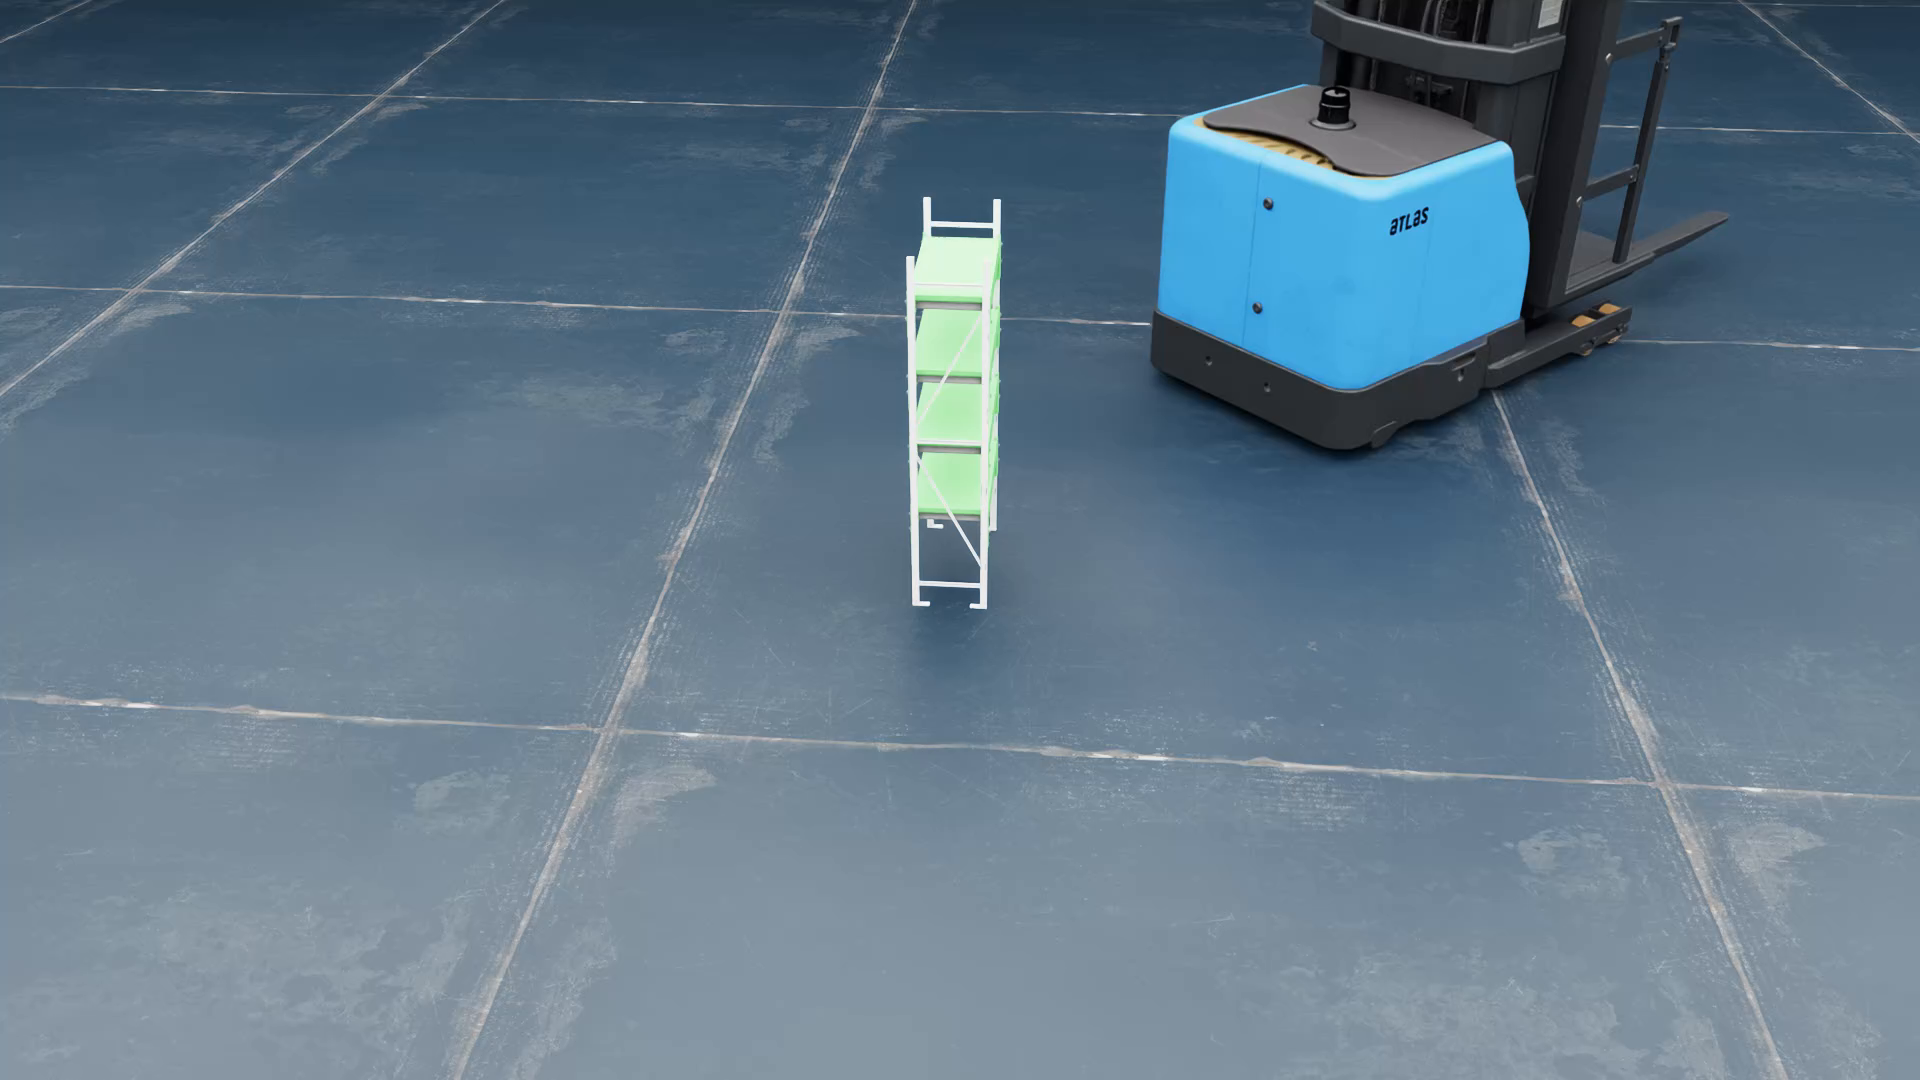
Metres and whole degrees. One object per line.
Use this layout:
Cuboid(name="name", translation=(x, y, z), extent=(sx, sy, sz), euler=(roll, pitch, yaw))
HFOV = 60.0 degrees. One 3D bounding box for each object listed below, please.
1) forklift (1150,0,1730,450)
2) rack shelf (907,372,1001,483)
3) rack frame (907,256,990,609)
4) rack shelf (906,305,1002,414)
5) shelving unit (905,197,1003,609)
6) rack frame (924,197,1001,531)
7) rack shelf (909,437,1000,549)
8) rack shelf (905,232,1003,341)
Cuboid(name="forklift", translation=(2.236, -2.215, 6.550), extent=(3.031, 2.935, 1.130), euler=(-23, 39, -33))
Cuboid(name="rack shelf", translation=(-0.013, -0.370, 5.328), extent=(0.258, 0.148, 0.480), euler=(2, 32, 4))
Cuboid(name="rack frame", translation=(-0.033, -0.297, 5.088), extent=(0.240, 1.200, 0.015), euler=(2, 32, 4))
Cuboid(name="rack shelf", translation=(-0.013, -0.574, 5.202), extent=(0.258, 0.148, 0.480), euler=(2, 32, 4))
Cuboid(name="shelving unit", translation=(-0.013, -0.424, 5.295), extent=(0.258, 1.200, 0.503), euler=(2, 32, 4))
Cuboid(name="rack frame", translation=(0.006, -0.552, 5.502), extent=(0.240, 1.200, 0.015), euler=(2, 32, 4))
Cuboid(name="rack shelf", translation=(-0.013, -0.166, 5.454), extent=(0.258, 0.148, 0.480), euler=(2, 32, 4))
Cuboid(name="rack shelf", translation=(-0.014, -0.778, 5.076), extent=(0.258, 0.148, 0.480), euler=(2, 32, 4))
